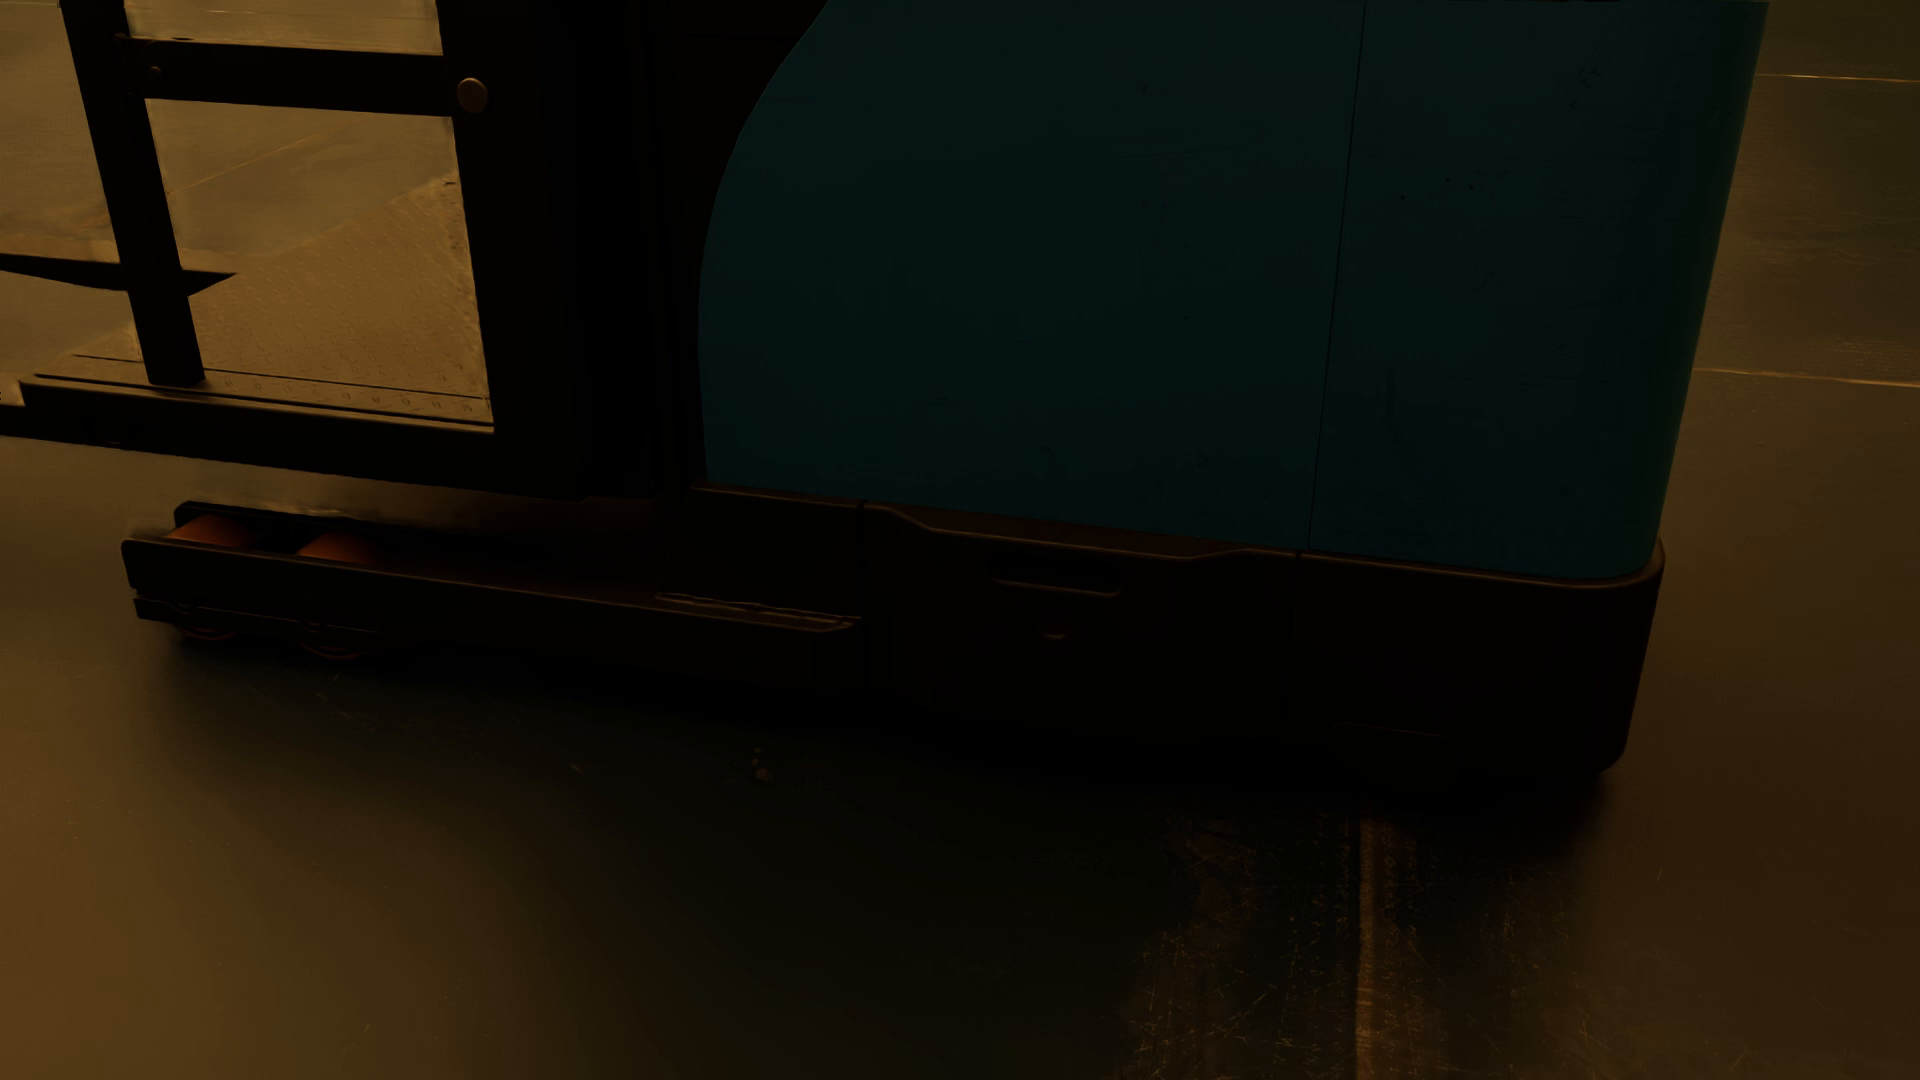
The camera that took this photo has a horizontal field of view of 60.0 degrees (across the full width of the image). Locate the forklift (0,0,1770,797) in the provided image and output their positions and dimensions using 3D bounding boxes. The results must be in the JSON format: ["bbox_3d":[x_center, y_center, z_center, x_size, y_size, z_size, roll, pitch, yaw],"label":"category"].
[{"bbox_3d":[-0.605,-1.372,1.965,3.031,2.935,1.130,7,28,13],"label":"forklift"}]
